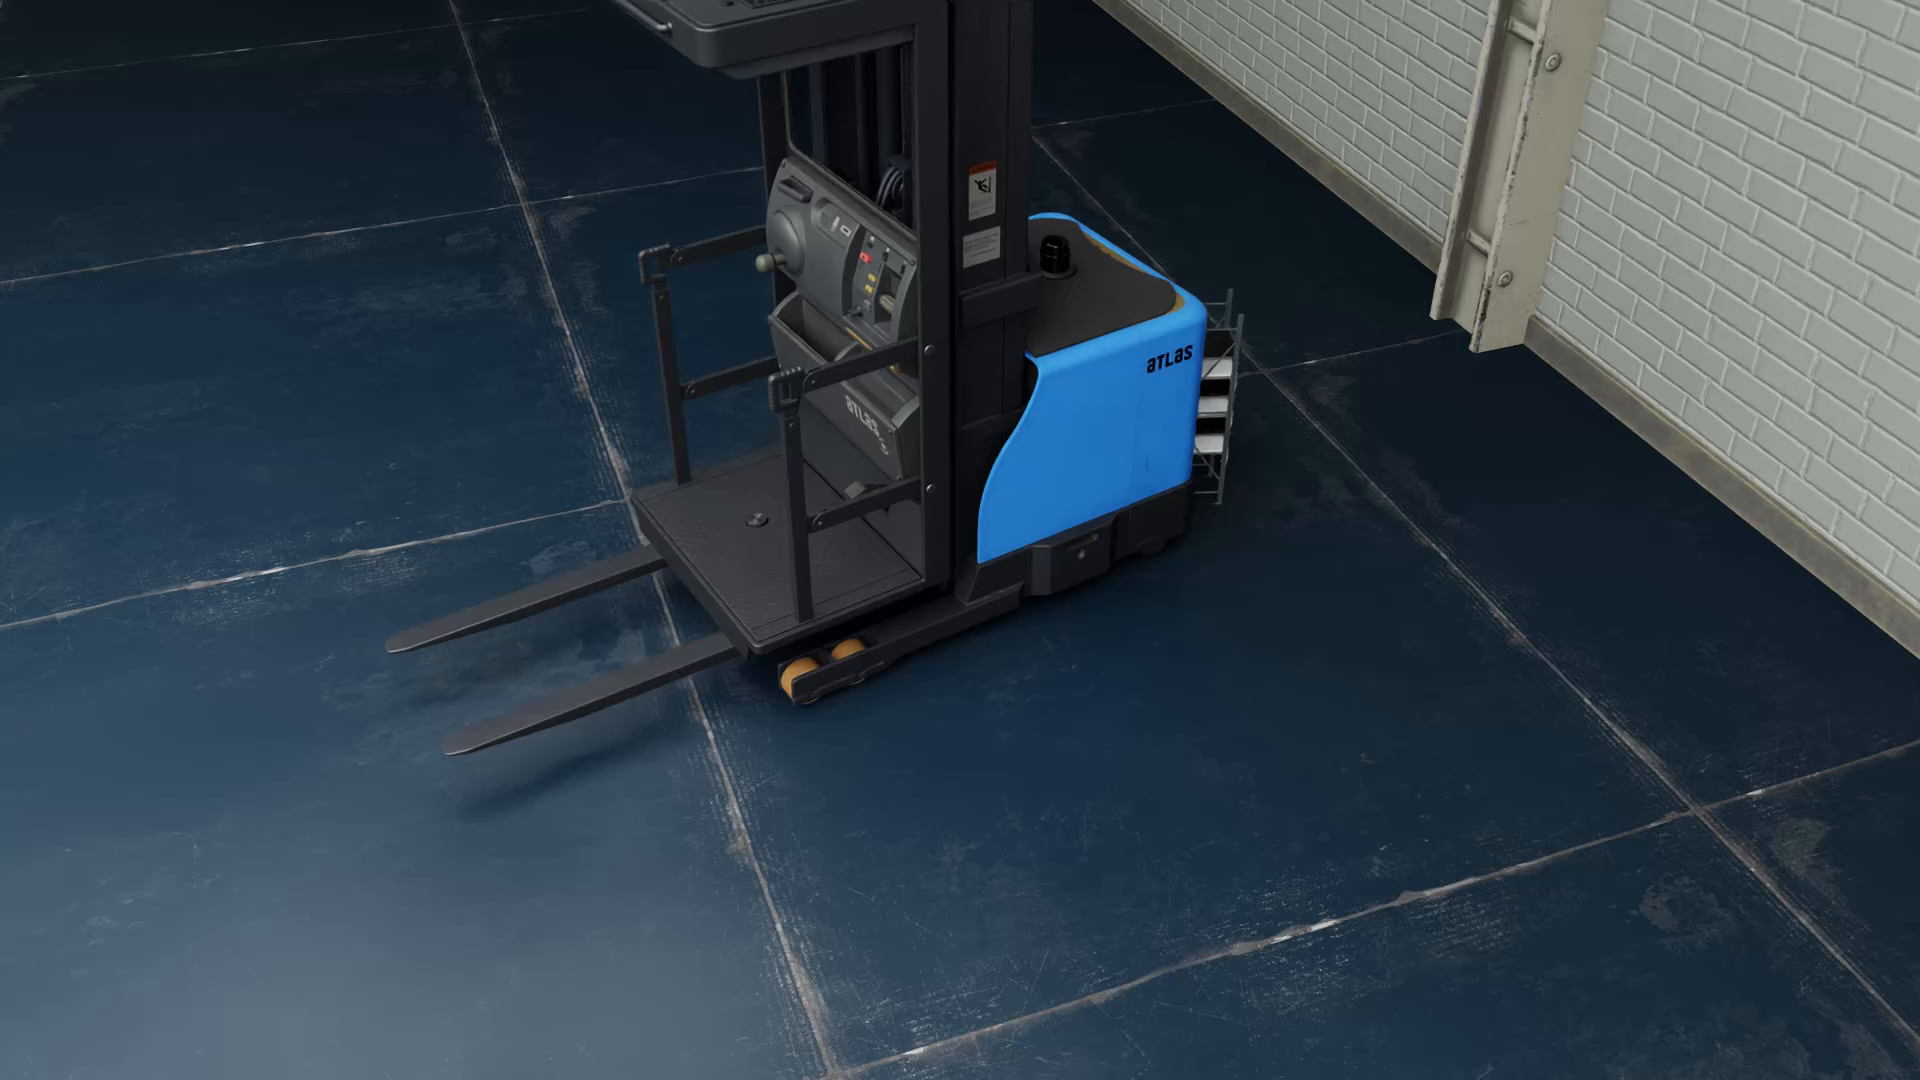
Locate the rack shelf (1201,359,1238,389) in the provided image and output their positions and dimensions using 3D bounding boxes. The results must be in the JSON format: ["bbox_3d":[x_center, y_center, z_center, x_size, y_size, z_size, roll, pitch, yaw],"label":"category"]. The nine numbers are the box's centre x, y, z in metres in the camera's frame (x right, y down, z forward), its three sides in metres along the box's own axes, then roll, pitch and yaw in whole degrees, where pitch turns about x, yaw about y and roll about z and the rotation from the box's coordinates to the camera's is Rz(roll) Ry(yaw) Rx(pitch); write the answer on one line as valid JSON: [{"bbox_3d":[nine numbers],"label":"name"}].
[{"bbox_3d":[0.966,-0.684,6.666,0.258,0.077,0.200,-2,37,-3],"label":"rack shelf"}]

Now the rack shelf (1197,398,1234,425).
[{"bbox_3d":[0.966,-0.540,6.774,0.258,0.077,0.200,-2,37,-3],"label":"rack shelf"}]

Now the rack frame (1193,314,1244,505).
[{"bbox_3d":[0.973,-0.506,6.673,0.240,0.900,0.006,-2,37,-3],"label":"rack frame"}]

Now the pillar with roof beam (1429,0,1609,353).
[{"bbox_3d":[-1.510,-3.738,4.233,9.100,9.000,0.400,-12,39,-16],"label":"pillar with roof beam"}]

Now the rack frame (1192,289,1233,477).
[{"bbox_3d":[0.960,-0.628,6.835,0.240,0.900,0.006,-2,37,-3],"label":"rack frame"}]

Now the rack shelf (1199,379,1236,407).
[{"bbox_3d":[0.966,-0.612,6.720,0.258,0.077,0.200,-2,37,-3],"label":"rack shelf"}]

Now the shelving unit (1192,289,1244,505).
[{"bbox_3d":[0.966,-0.567,6.754,0.258,0.900,0.210,-2,37,-3],"label":"shelving unit"}]

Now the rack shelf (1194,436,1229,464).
[{"bbox_3d":[0.966,-0.397,6.883,0.258,0.077,0.200,-2,37,-3],"label":"rack shelf"}]

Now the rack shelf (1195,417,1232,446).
[{"bbox_3d":[0.966,-0.468,6.829,0.258,0.077,0.200,-2,37,-3],"label":"rack shelf"}]

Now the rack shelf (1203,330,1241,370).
[{"bbox_3d":[0.966,-0.756,6.612,0.258,0.077,0.200,-2,37,-3],"label":"rack shelf"}]

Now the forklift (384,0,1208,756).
[{"bbox_3d":[-0.586,-0.946,5.569,3.031,2.935,1.130,-21,42,-25],"label":"forklift"}]
